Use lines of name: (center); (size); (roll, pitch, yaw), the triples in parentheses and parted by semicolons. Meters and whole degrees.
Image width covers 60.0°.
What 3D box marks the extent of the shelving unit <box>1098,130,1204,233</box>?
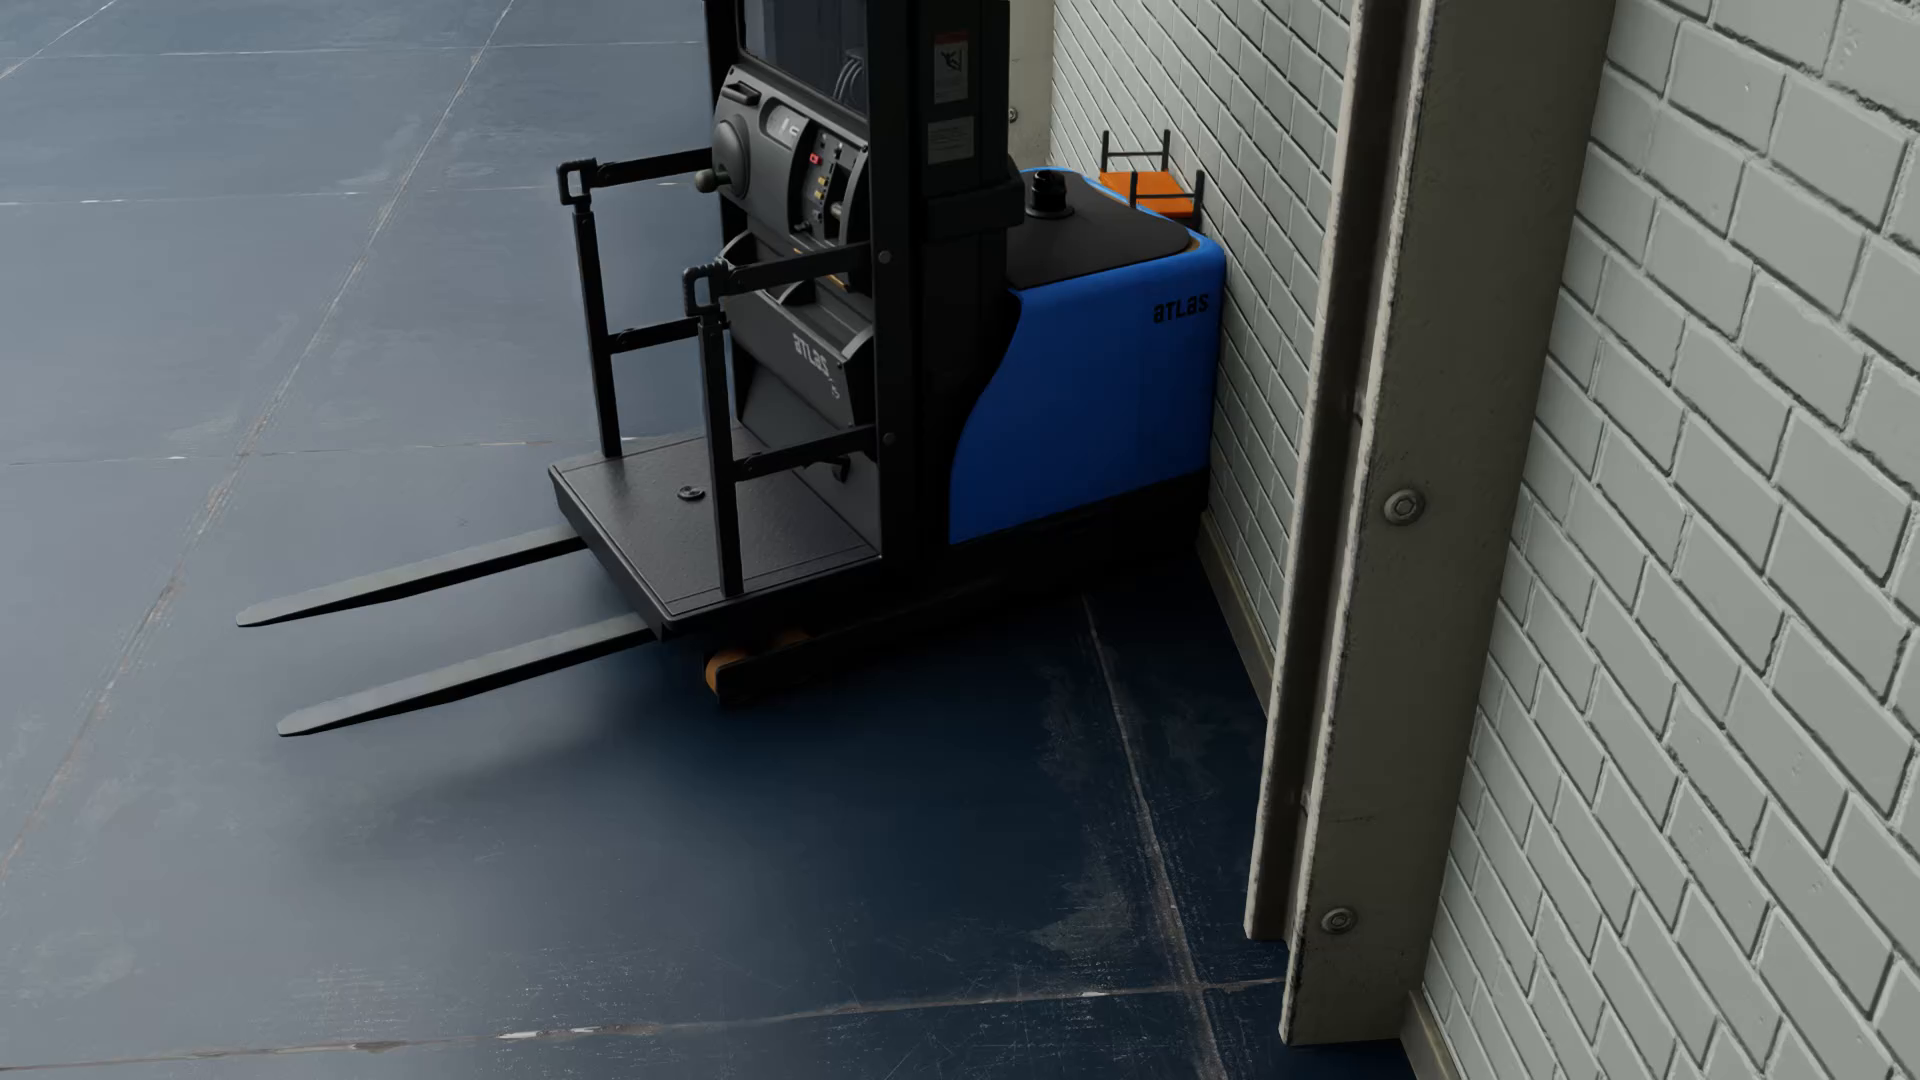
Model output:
shelving unit: (0.638, -0.798, 5.928); (0.258, 1.200, 0.503); (-2, 29, -6)

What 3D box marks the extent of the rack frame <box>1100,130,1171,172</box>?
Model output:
rack frame: (0.610, -0.916, 6.140); (0.240, 1.200, 0.015); (-2, 29, -6)

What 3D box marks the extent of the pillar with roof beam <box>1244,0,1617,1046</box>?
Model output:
pillar with roof beam: (-3.408, -2.607, 1.339); (9.100, 9.000, 0.400); (-3, 31, -5)

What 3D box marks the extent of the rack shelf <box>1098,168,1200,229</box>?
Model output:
rack shelf: (0.645, -1.141, 5.737); (0.258, 0.148, 0.480); (-2, 29, -6)

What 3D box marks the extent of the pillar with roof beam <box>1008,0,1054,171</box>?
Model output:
pillar with roof beam: (-3.968, -5.670, 6.467); (9.100, 9.000, 0.400); (-3, 31, -5)

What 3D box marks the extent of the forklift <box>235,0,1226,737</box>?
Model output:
forklift: (-0.678, -1.083, 4.706); (3.031, 2.935, 1.130); (-17, 35, -26)

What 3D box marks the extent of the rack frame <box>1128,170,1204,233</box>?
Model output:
rack frame: (0.665, -0.679, 5.717); (0.240, 1.200, 0.015); (-2, 29, -6)
